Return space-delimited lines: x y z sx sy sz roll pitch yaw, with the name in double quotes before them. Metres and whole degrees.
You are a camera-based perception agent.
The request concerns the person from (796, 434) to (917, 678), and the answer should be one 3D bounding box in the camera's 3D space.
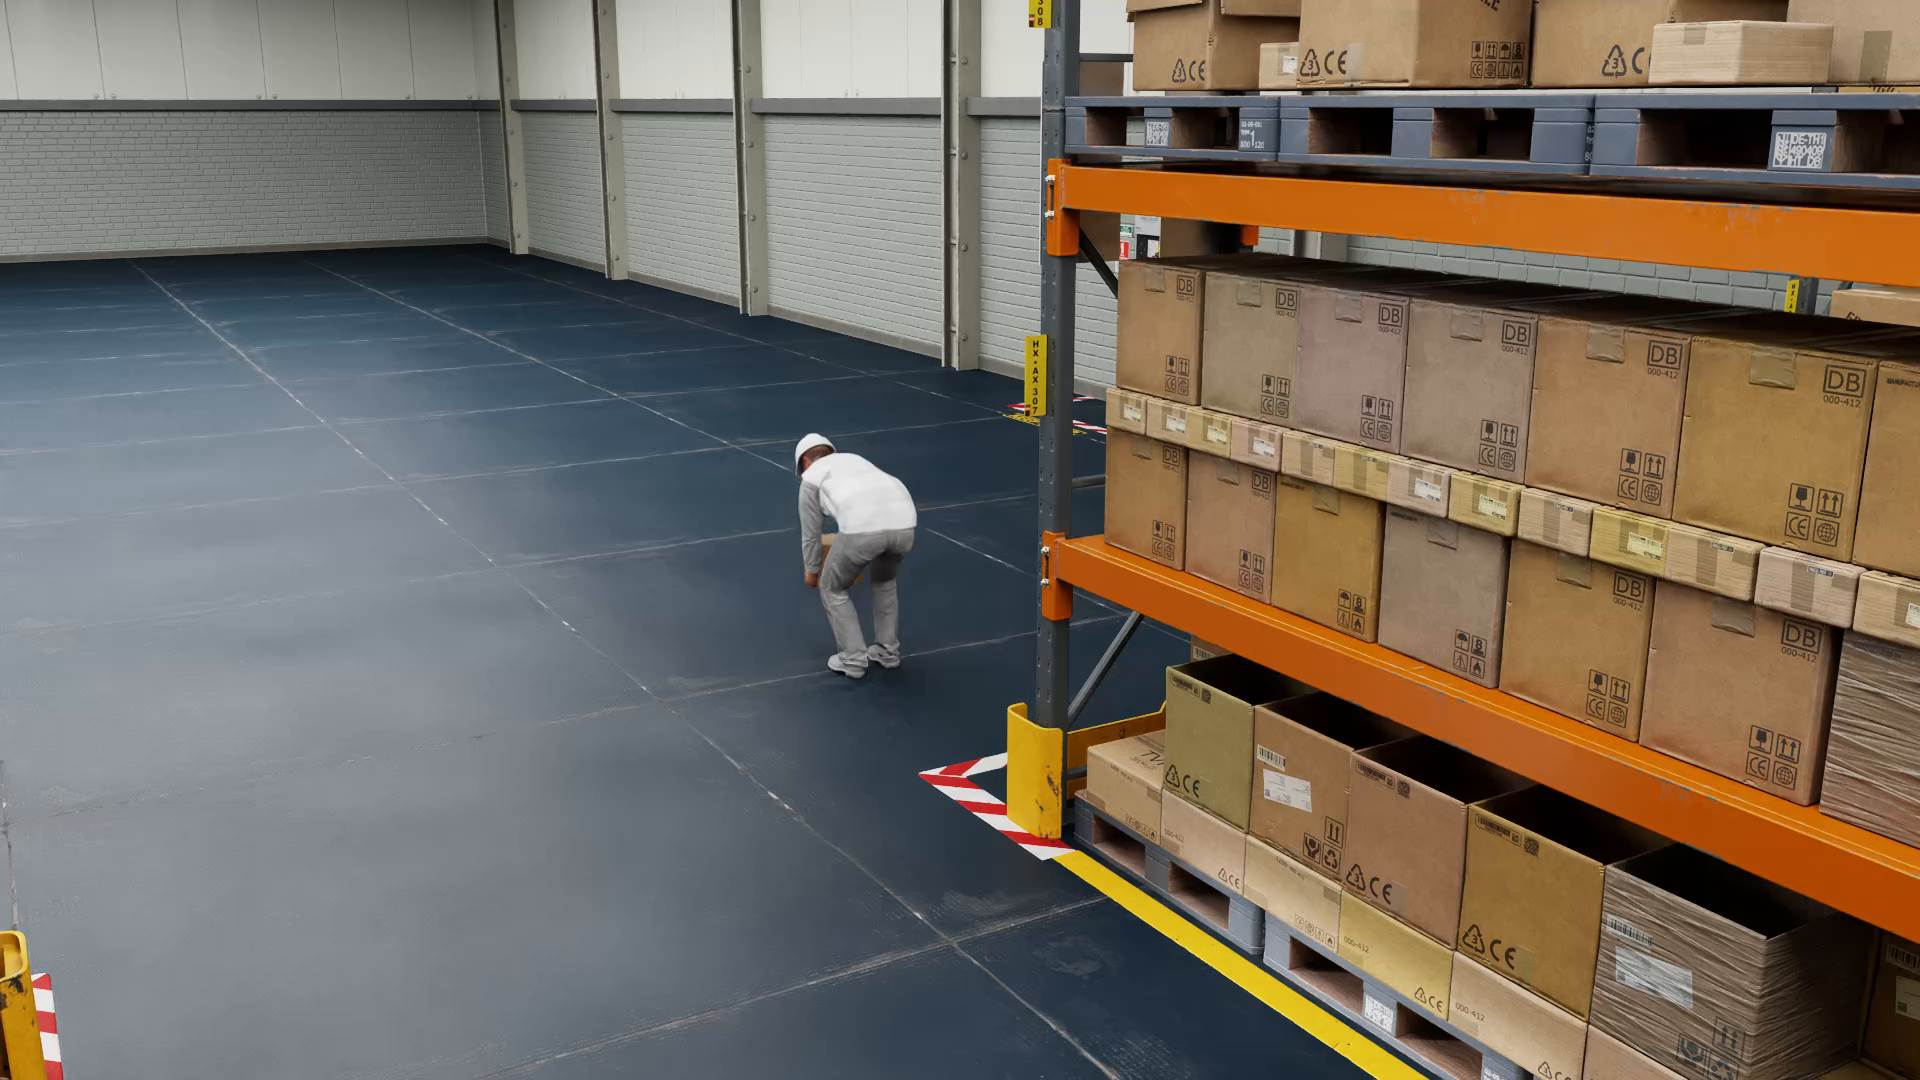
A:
"person" -0.625 0.073 9.256 0.473 1.228 0.975 -9 17 -32
